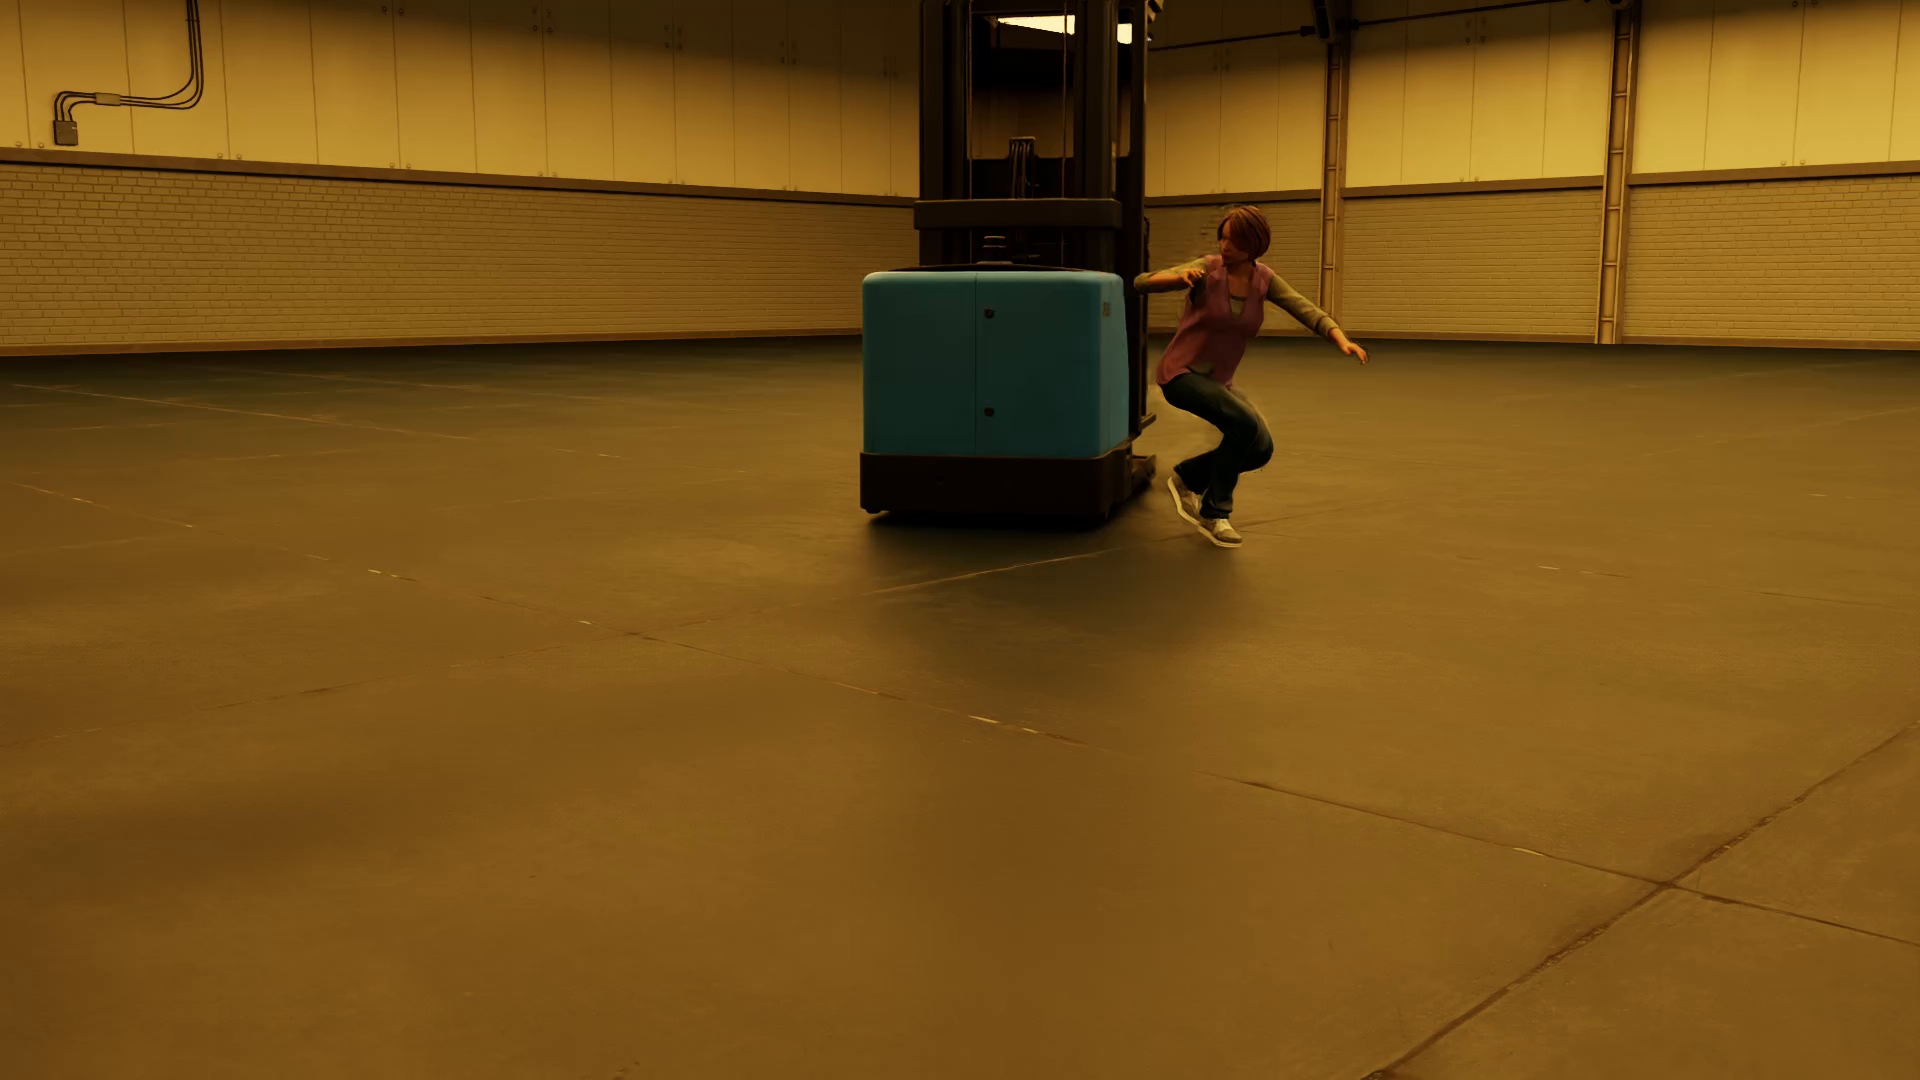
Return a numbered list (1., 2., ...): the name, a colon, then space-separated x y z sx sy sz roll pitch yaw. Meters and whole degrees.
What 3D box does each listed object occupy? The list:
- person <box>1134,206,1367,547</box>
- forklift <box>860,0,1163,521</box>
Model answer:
1. person: 1.106 -0.643 6.558 0.652 1.337 0.922 -6 10 -34
2. forklift: 0.398 -1.710 8.231 1.130 2.935 3.031 2 9 13
